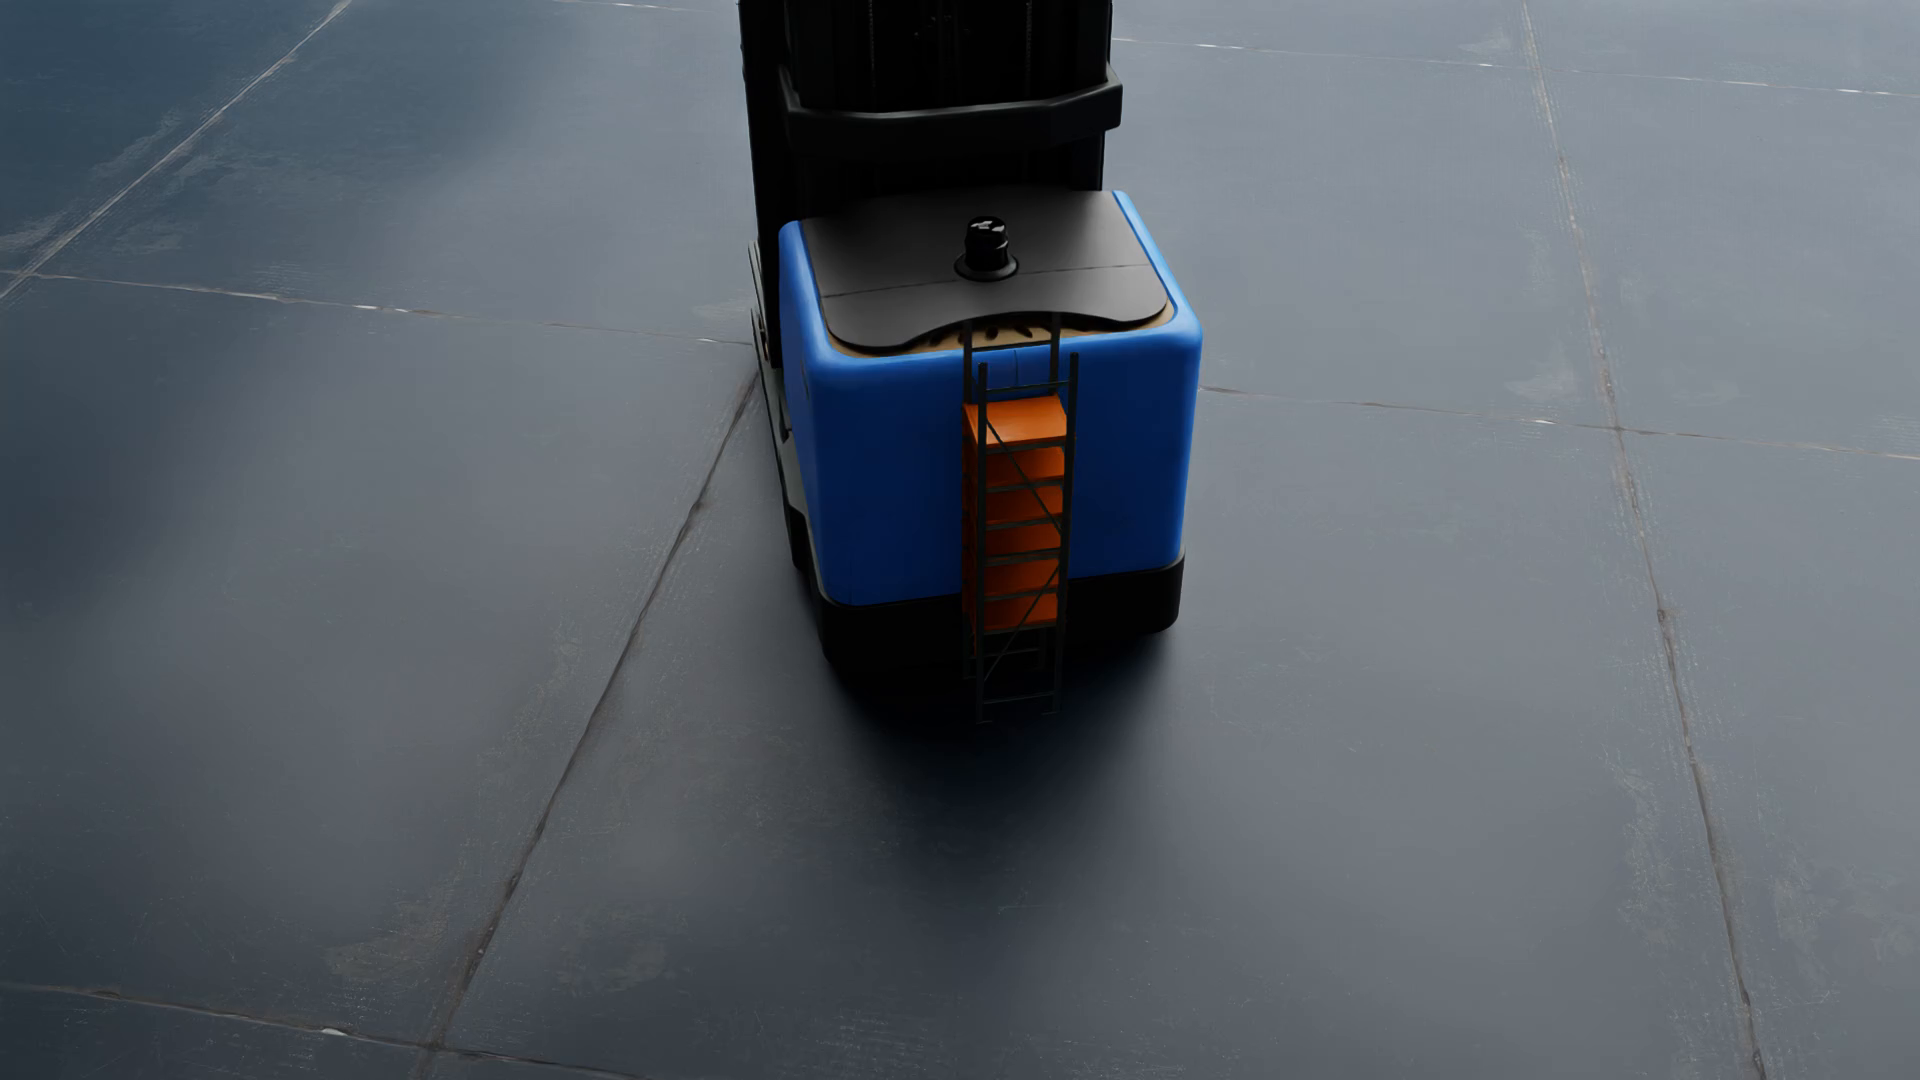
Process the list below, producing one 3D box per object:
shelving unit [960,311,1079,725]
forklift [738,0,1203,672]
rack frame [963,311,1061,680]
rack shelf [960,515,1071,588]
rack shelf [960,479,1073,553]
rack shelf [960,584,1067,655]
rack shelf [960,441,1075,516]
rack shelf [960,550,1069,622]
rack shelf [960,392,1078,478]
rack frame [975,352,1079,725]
[{"bbox_3d":[0.144,-0.020,4.332,0.258,1.200,0.189,-7,40,-8],"label":"shelving unit"},{"bbox_3d":[-0.142,-1.700,5.006,1.130,2.935,3.031,-7,40,-8],"label":"forklift"},{"bbox_3d":[0.126,-0.077,4.401,0.240,1.200,0.006,-7,40,-8],"label":"rack frame"},{"bbox_3d":[0.144,0.015,4.361,0.258,0.103,0.180,-7,40,-8],"label":"rack shelf"},{"bbox_3d":[0.144,-0.078,4.284,0.258,0.103,0.180,-7,40,-8],"label":"rack shelf"},{"bbox_3d":[0.144,0.199,4.513,0.258,0.103,0.180,-7,40,-8],"label":"rack shelf"},{"bbox_3d":[0.144,-0.170,4.208,0.258,0.103,0.180,-7,40,-8],"label":"rack shelf"},{"bbox_3d":[0.144,0.107,4.437,0.258,0.103,0.180,-7,40,-8],"label":"rack shelf"},{"bbox_3d":[0.144,-0.263,4.131,0.258,0.103,0.180,-7,40,-8],"label":"rack shelf"},{"bbox_3d":[0.161,0.038,4.263,0.240,1.200,0.006,-7,40,-8],"label":"rack frame"}]
